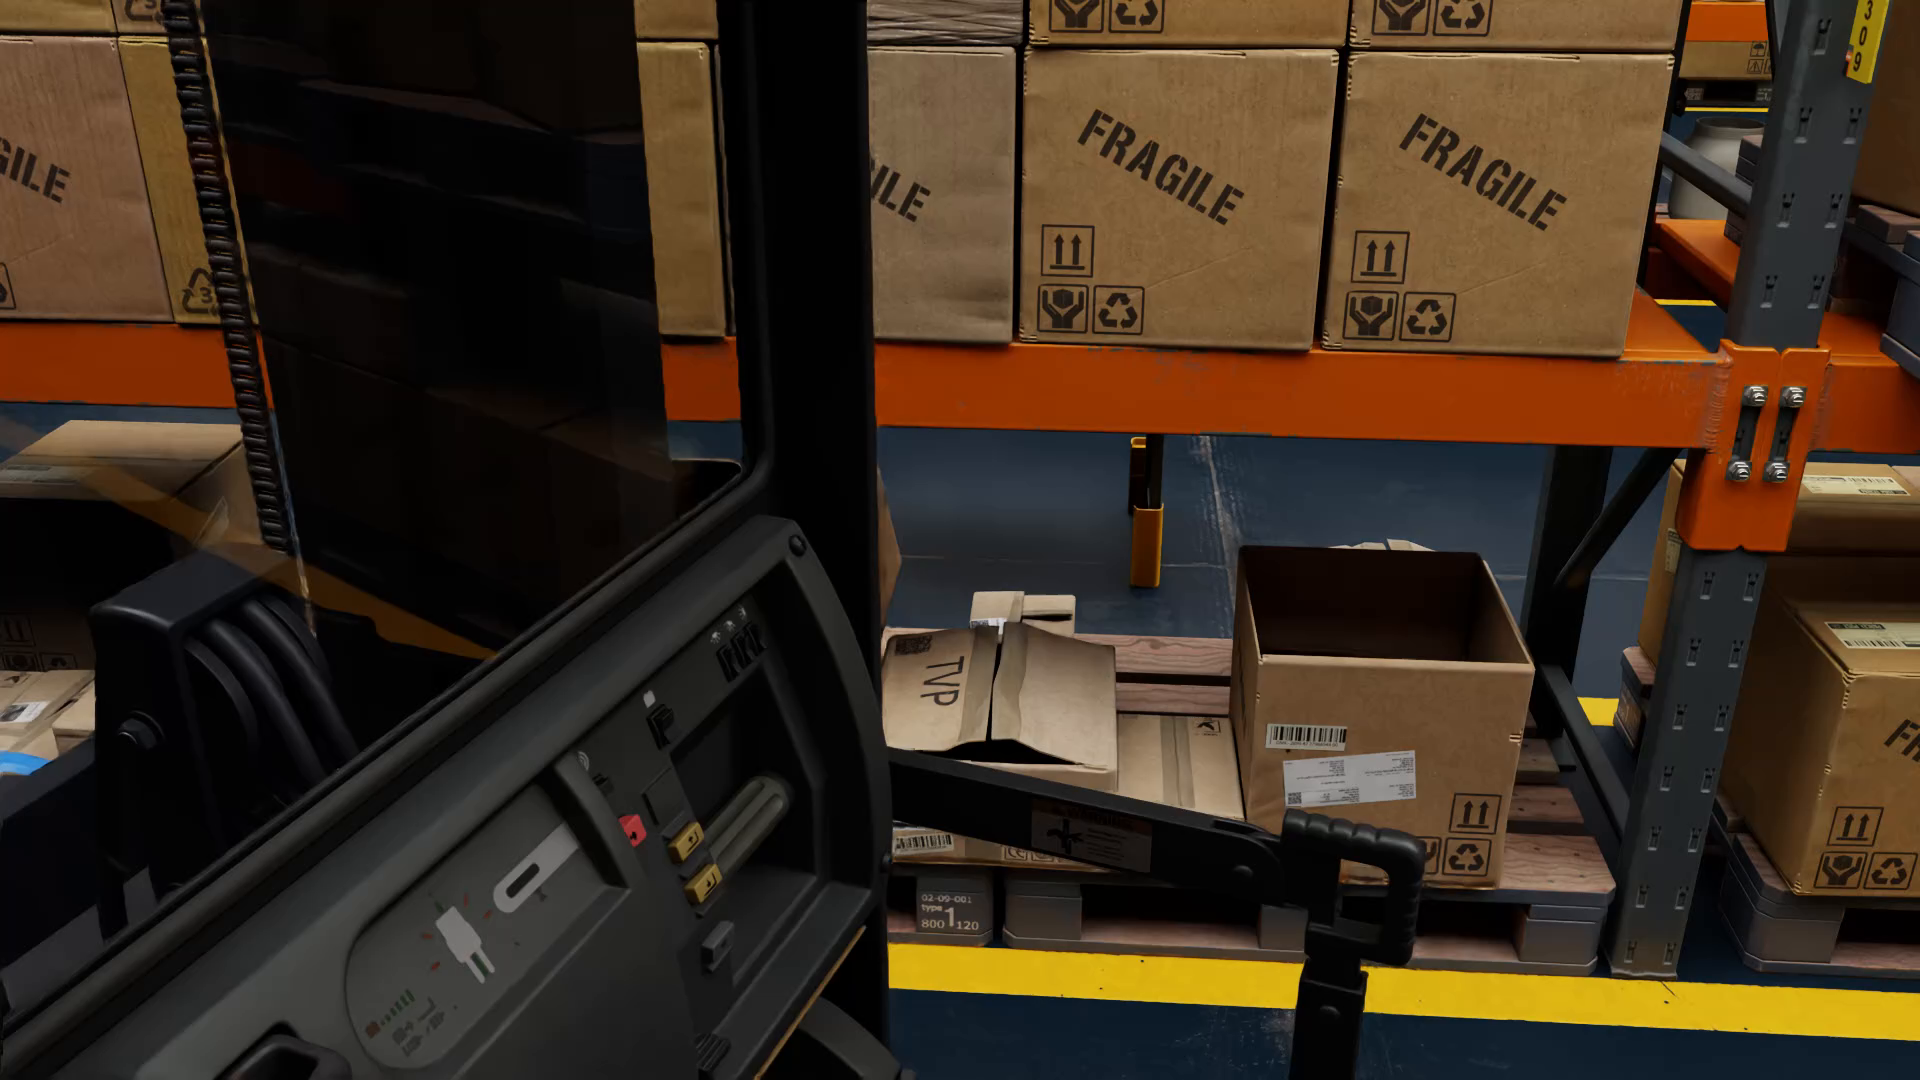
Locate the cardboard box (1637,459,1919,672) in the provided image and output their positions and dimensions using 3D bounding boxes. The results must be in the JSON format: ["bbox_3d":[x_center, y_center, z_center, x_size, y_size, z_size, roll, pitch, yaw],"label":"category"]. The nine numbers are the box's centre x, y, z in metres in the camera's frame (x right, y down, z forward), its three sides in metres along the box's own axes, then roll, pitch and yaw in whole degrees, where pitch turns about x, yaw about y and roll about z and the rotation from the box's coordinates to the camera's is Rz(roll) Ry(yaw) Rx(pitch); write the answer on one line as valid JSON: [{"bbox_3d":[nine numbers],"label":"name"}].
[{"bbox_3d":[1.923,0.143,3.814,0.500,0.500,0.500,2,25,4],"label":"cardboard box"}]

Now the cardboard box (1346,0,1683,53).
[{"bbox_3d":[0.885,-1.097,2.729,0.500,0.500,0.500,2,25,4],"label":"cardboard box"}]

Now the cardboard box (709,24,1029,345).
[{"bbox_3d":[-0.136,-0.675,3.008,0.500,0.500,0.500,2,25,5],"label":"cardboard box"}]

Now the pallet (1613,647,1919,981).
[{"bbox_3d":[2.223,0.588,3.719,1.213,0.211,1.003,2,25,4],"label":"pallet"}]

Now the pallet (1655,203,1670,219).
[{"bbox_3d":[3.778,-1.406,8.054,1.213,0.211,1.003,2,25,4],"label":"pallet"}]

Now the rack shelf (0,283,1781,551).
[{"bbox_3d":[-0.585,-0.426,3.448,4.000,0.370,1.077,2,25,4],"label":"rack shelf"}]

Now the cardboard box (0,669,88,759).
[{"bbox_3d":[-1.939,0.435,3.579,0.250,0.166,0.380,2,25,4],"label":"cardboard box"}]

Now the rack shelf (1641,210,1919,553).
[{"bbox_3d":[3.403,-0.298,3.170,4.000,0.370,1.077,2,25,4],"label":"rack shelf"}]

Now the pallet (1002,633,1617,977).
[{"bbox_3d":[0.724,0.556,3.790,1.213,0.211,1.003,2,25,4],"label":"pallet"}]

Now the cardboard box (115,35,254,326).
[{"bbox_3d":[-1.142,-0.707,3.077,0.500,0.500,0.500,2,25,4],"label":"cardboard box"}]

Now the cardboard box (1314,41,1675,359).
[{"bbox_3d":[0.891,-0.643,2.940,0.500,0.500,0.500,2,25,5],"label":"cardboard box"}]

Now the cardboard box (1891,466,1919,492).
[{"bbox_3d":[2.415,0.163,3.772,0.500,0.500,0.500,2,25,4],"label":"cardboard box"}]

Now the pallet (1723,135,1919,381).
[{"bbox_3d":[2.197,-0.531,3.044,1.213,0.211,1.003,2,25,4],"label":"pallet"}]

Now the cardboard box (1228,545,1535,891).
[{"bbox_3d":[0.819,0.347,3.372,0.500,0.500,0.500,2,25,4],"label":"cardboard box"}]

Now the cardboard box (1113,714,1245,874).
[{"bbox_3d":[0.440,0.519,3.417,0.250,0.149,0.380,2,25,4],"label":"cardboard box"}]

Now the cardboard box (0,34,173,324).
[{"bbox_3d":[-1.642,-0.724,3.115,0.500,0.500,0.500,2,25,3],"label":"cardboard box"}]

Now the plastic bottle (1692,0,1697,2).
[{"bbox_3d":[3.147,-2.494,7.229,0.135,0.276,0.152,2,25,4],"label":"plastic bottle"}]

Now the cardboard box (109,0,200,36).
[{"bbox_3d":[-1.137,-1.161,2.868,0.500,0.500,0.500,2,25,5],"label":"cardboard box"}]

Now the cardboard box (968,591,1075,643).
[{"bbox_3d":[0.144,0.271,3.935,0.250,0.166,0.380,2,25,4],"label":"cardboard box"}]

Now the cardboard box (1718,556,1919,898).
[{"bbox_3d":[1.872,0.364,3.335,0.500,0.500,0.500,1,25,2],"label":"cardboard box"}]

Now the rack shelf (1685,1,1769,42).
[{"bbox_3d":[3.786,-2.362,7.656,4.000,0.370,1.077,2,25,4],"label":"rack shelf"}]

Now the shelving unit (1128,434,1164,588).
[{"bbox_3d":[0.076,-0.679,4.931,1.083,1.500,0.587,2,25,4],"label":"shelving unit"}]

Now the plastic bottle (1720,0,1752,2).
[{"bbox_3d":[3.379,-2.486,7.213,0.135,0.276,0.152,2,25,4],"label":"plastic bottle"}]

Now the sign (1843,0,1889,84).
[{"bbox_3d":[1.375,-0.856,2.485,0.005,0.325,0.100,2,25,4],"label":"sign"}]

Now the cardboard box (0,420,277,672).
[{"bbox_3d":[-2.018,0.034,4.053,0.500,0.500,0.500,2,25,4],"label":"cardboard box"}]

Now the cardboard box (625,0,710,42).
[{"bbox_3d":[-0.630,-1.145,2.834,0.500,0.500,0.500,2,25,4],"label":"cardboard box"}]

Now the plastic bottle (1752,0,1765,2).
[{"bbox_3d":[3.492,-2.469,7.181,0.097,0.271,0.097,0,25,0],"label":"plastic bottle"}]

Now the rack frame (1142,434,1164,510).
[{"bbox_3d":[0.592,-0.662,4.895,0.032,1.500,0.500,2,25,4],"label":"rack frame"}]

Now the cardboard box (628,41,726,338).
[{"bbox_3d":[-0.644,-0.690,3.041,0.500,0.500,0.500,2,25,5],"label":"cardboard box"}]

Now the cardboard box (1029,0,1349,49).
[{"bbox_3d":[0.374,-1.112,2.762,0.500,0.500,0.500,1,25,3],"label":"cardboard box"}]

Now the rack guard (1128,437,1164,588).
[{"bbox_3d":[0.573,-0.095,5.158,0.087,0.250,0.587,2,25,4],"label":"rack guard"}]

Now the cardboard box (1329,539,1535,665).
[{"bbox_3d":[1.007,0.229,3.854,0.500,0.311,0.500,2,25,4],"label":"cardboard box"}]

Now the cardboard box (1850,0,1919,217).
[{"bbox_3d":[1.864,-0.817,2.814,0.500,0.500,0.700,-6,25,-14],"label":"cardboard box"}]

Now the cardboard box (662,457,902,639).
[{"bbox_3d":[-0.465,0.187,3.714,0.637,0.503,0.797,2,25,4],"label":"cardboard box"}]

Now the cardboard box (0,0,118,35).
[{"bbox_3d":[-1.635,-1.179,2.908,0.500,0.500,0.500,2,25,5],"label":"cardboard box"}]

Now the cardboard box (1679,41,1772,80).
[{"bbox_3d":[5.473,-3.946,12.276,0.875,0.875,1.225,1,25,2],"label":"cardboard box"}]

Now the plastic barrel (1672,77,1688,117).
[{"bbox_3d":[3.039,-1.944,7.893,0.708,0.901,0.600,2,25,4],"label":"plastic barrel"}]

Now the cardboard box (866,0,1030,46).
[{"bbox_3d":[-0.129,-1.128,2.798,0.500,0.500,0.500,2,25,4],"label":"cardboard box"}]

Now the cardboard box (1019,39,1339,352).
[{"bbox_3d":[0.377,-0.659,2.975,0.500,0.500,0.500,3,25,5],"label":"cardboard box"}]

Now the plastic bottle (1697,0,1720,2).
[{"bbox_3d":[3.261,-2.445,7.212,0.097,0.201,0.097,0,25,0],"label":"plastic bottle"}]

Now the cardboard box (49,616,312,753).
[{"bbox_3d":[-1.561,0.384,3.590,0.500,0.250,0.500,2,25,4],"label":"cardboard box"}]

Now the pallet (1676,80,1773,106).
[{"bbox_3d":[5.379,-3.479,12.559,1.213,0.211,1.003,2,25,4],"label":"pallet"}]

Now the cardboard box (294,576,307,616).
[{"bbox_3d":[-1.622,0.236,4.013,0.250,0.166,0.380,2,25,4],"label":"cardboard box"}]

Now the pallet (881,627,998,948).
[{"bbox_3d":[-0.496,0.518,3.873,1.213,0.211,1.003,2,25,4],"label":"pallet"}]

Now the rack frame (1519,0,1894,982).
[{"bbox_3d":[1.409,-0.689,3.158,0.127,3.000,1.000,2,25,4],"label":"rack frame"}]

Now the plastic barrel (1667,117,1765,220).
[{"bbox_3d":[3.595,-1.711,7.854,0.421,0.512,0.421,0,25,0],"label":"plastic barrel"}]

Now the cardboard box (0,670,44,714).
[{"bbox_3d":[-2.188,0.435,3.600,0.250,0.149,0.380,2,25,4],"label":"cardboard box"}]

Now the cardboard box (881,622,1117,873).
[{"bbox_3d":[0.071,0.409,3.463,0.500,0.311,0.500,2,25,4],"label":"cardboard box"}]
